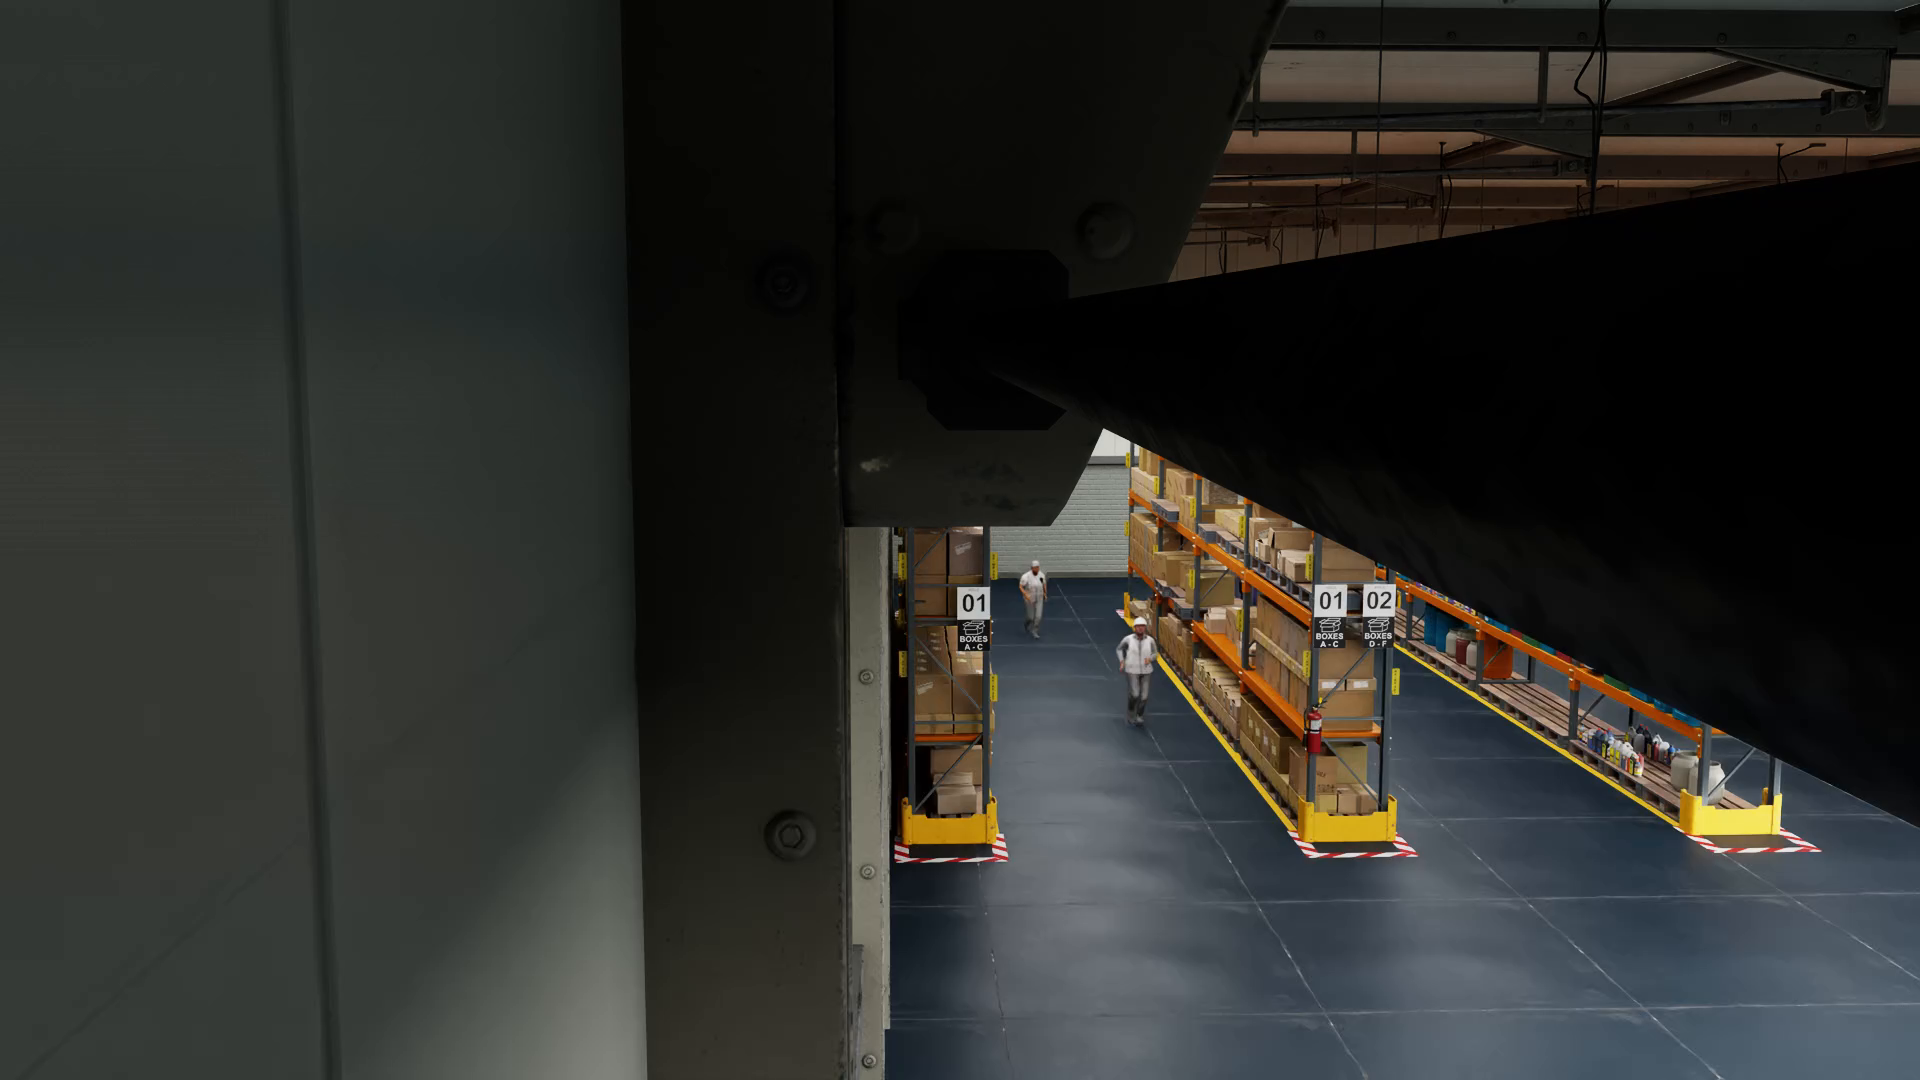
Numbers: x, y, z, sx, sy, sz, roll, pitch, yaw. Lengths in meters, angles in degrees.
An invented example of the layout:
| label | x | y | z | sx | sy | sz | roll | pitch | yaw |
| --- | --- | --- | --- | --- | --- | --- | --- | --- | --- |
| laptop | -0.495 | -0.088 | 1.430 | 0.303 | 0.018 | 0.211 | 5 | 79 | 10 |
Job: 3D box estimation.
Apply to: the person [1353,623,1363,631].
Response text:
| label | x | y | z | sx | sy | sz | roll | pitch | yaw |
| --- | --- | --- | --- | --- | --- | --- | --- | --- | --- |
| person | 7.783 | 1.394 | 32.166 | 0.579 | 1.737 | 0.786 | 2 | 7 | 12 |

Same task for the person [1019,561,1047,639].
| label | x | y | z | sx | sy | sz | roll | pitch | yaw |
| --- | --- | --- | --- | --- | --- | --- | --- | --- | --- |
| person | 1.491 | 1.203 | 33.972 | 0.608 | 1.599 | 0.620 | -2 | 8 | -14 |

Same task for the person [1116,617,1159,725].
| label | x | y | z | sx | sy | sz | roll | pitch | yaw |
| --- | --- | --- | --- | --- | --- | --- | --- | --- | --- |
| person | 2.831 | 2.087 | 26.323 | 0.634 | 1.731 | 0.649 | -1 | 7 | -7 |

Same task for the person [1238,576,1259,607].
| label | x | y | z | sx | sy | sz | roll | pitch | yaw |
| --- | --- | --- | --- | --- | --- | --- | --- | --- | --- |
| person | 6.159 | 1.043 | 35.480 | 0.629 | 1.599 | 0.955 | -2 | 8 | -16 |
